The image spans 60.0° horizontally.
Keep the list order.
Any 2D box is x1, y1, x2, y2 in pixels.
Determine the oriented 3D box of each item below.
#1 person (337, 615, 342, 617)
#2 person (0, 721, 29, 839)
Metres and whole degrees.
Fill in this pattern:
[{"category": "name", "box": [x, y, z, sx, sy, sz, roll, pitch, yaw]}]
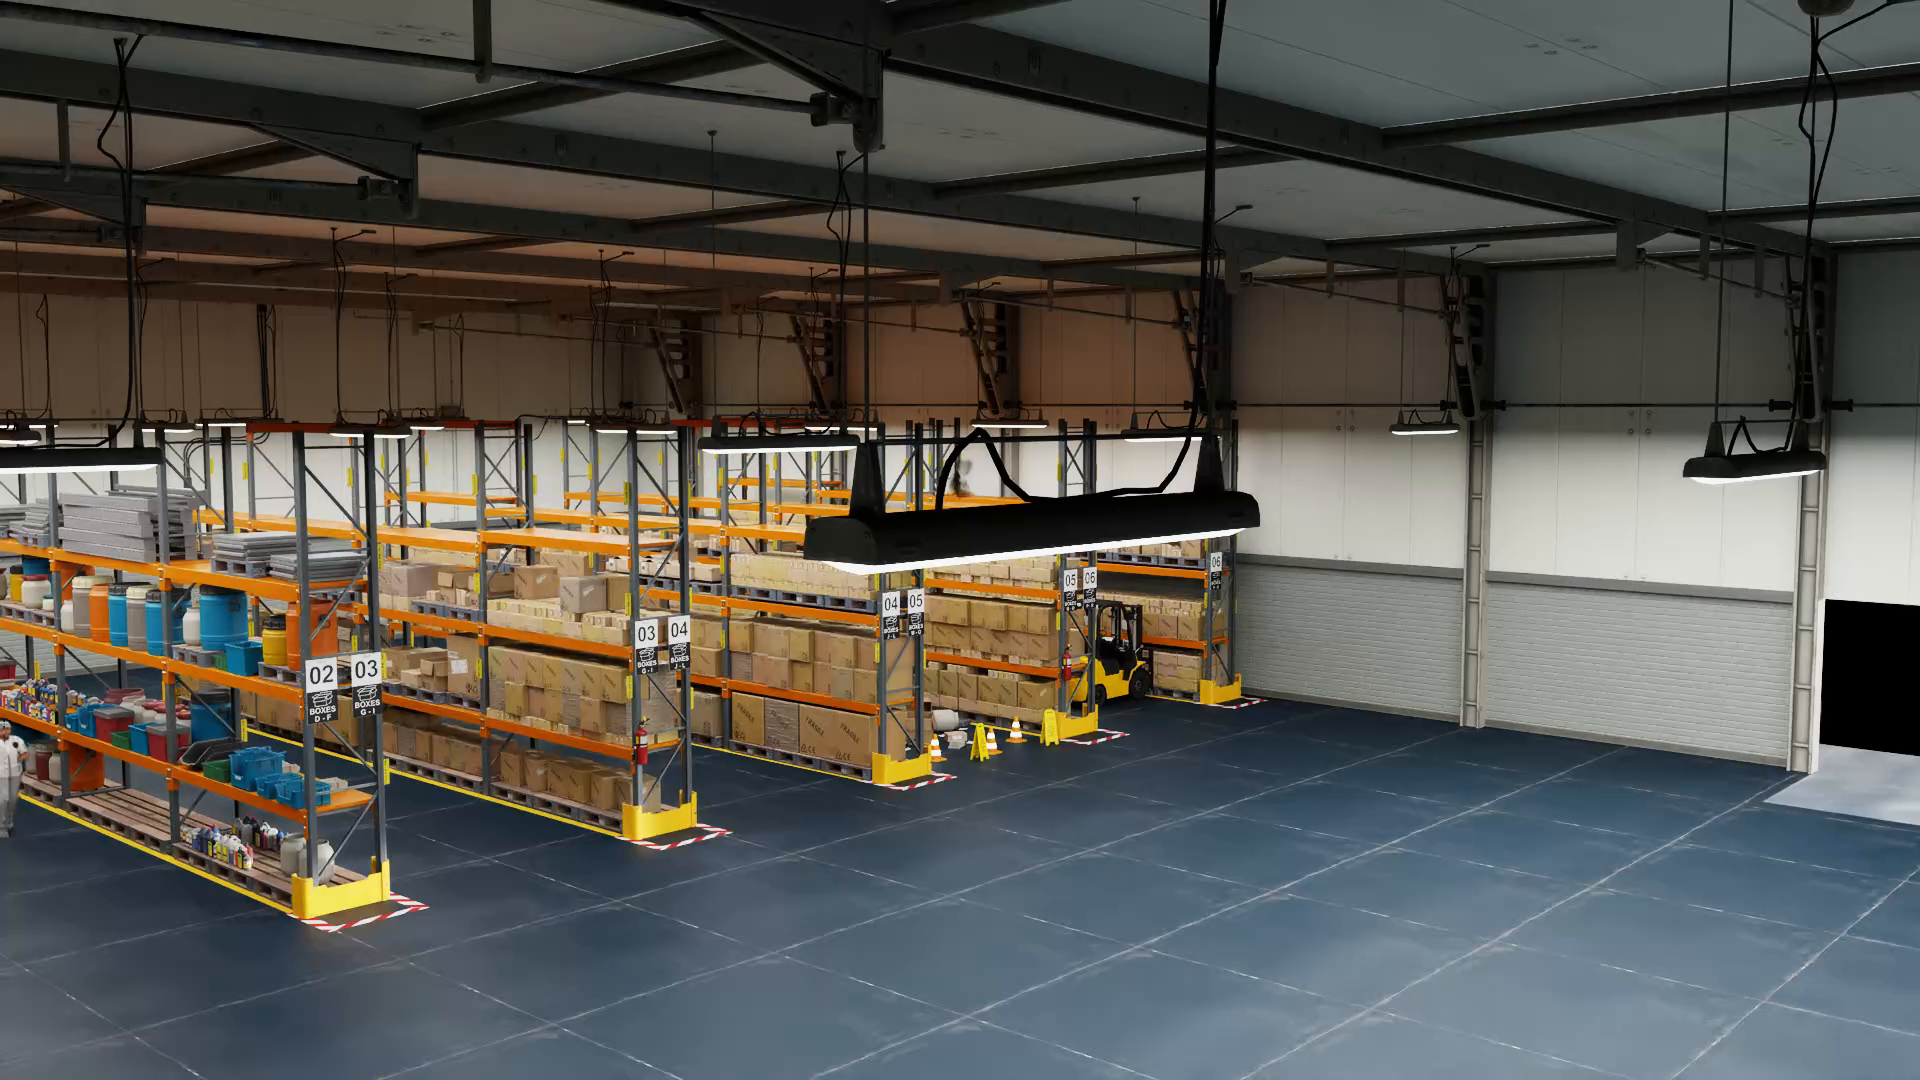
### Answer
[{"category": "person", "box": [-14.040, 2.473, 37.481, 0.607, 1.573, 0.872, -1, 5, -14]}, {"category": "person", "box": [-14.036, 3.508, 24.501, 0.728, 1.726, 0.590, 5, 7, 45]}]
